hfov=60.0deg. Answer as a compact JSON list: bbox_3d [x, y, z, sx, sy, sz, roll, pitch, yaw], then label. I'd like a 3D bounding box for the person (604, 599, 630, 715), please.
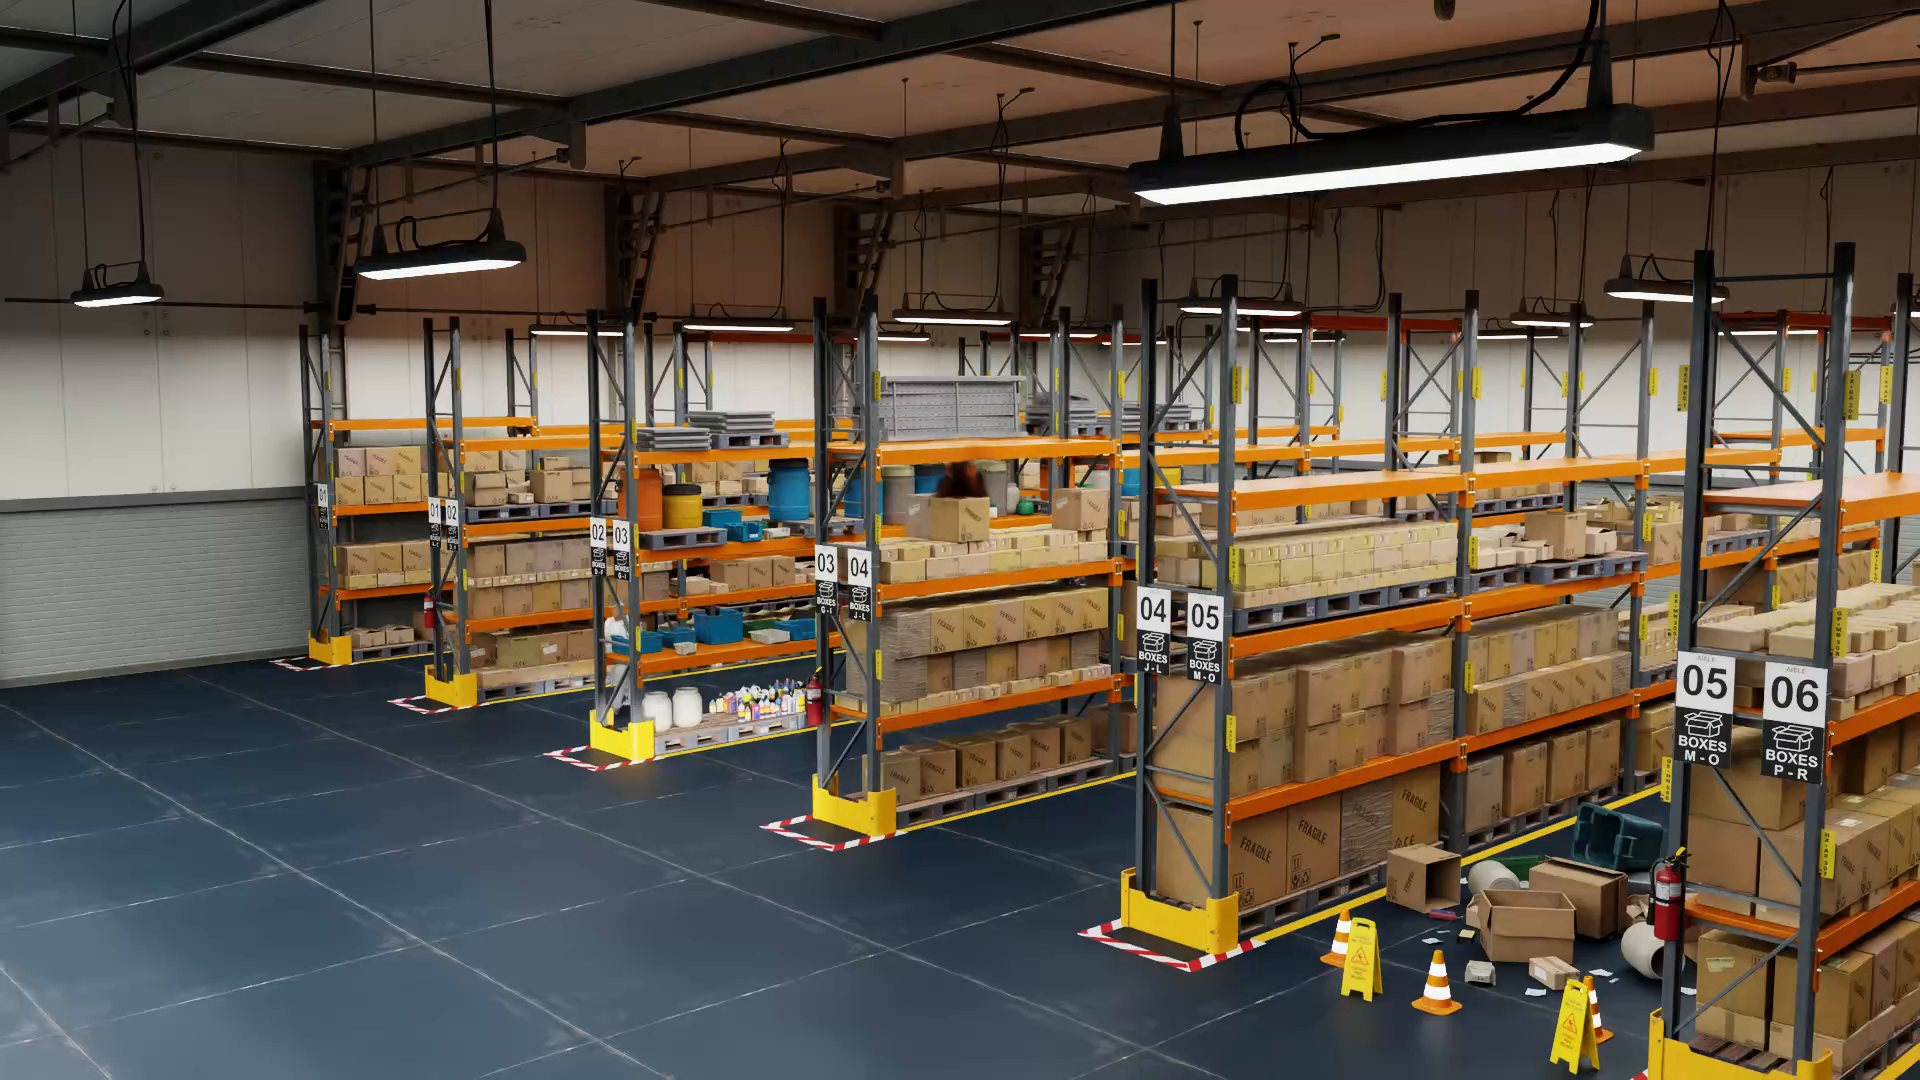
[{"bbox_3d":[-5.191,1.760,25.242,0.526,1.729,1.028,3,6,24],"label":"person"}]
